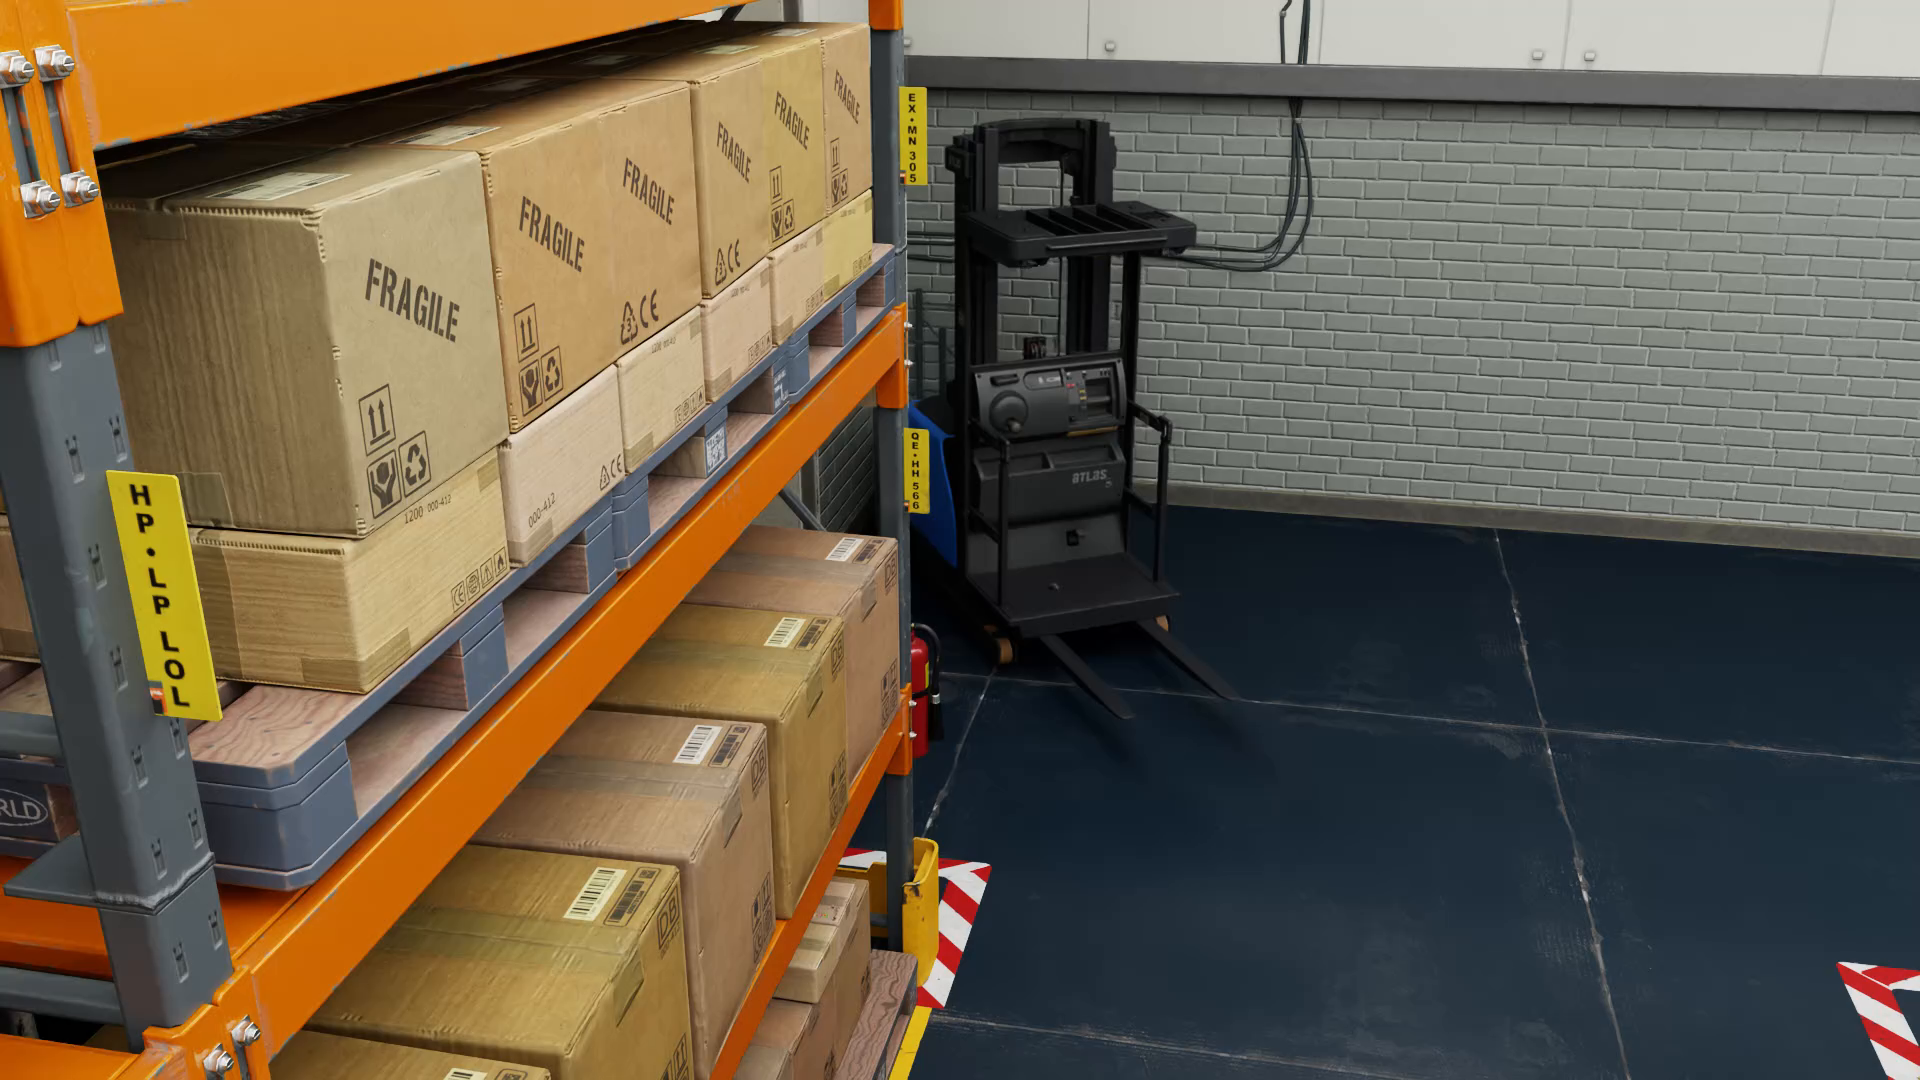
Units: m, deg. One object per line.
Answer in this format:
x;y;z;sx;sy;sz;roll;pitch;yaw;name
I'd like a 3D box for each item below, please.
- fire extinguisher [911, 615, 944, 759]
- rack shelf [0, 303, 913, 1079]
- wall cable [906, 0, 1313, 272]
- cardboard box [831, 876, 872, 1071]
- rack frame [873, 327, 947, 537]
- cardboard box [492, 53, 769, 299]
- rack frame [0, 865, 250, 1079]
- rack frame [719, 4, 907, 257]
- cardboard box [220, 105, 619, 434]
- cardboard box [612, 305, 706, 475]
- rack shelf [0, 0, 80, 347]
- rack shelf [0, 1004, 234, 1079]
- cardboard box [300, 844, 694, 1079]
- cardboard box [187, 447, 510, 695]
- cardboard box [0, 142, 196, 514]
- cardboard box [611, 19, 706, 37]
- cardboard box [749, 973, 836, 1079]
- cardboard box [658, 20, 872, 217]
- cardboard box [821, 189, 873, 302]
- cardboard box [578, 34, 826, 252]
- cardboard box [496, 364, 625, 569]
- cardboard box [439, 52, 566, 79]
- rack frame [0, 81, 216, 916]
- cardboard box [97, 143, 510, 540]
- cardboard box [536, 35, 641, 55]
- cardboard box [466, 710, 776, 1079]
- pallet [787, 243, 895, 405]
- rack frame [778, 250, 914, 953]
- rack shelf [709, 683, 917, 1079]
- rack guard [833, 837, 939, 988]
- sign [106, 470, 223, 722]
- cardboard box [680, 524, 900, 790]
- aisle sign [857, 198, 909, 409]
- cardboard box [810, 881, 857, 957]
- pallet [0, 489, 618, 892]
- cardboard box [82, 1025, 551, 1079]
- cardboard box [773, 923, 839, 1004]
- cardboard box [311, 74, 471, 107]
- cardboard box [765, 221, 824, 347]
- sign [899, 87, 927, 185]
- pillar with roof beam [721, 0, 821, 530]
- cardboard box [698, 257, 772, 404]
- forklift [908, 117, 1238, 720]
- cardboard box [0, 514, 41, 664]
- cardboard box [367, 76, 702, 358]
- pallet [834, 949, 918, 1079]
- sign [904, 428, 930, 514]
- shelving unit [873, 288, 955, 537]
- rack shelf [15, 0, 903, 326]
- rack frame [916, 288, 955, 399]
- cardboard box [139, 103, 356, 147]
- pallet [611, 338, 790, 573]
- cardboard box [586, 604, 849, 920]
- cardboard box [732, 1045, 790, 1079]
-0.208;0.537;6.607;0.296;0.674;0.183;4;22;11;fire extinguisher
-1.098;0.022;4.231;1.077;0.370;4.000;4;22;11;rack shelf
0.814;-3.035;11.001;3.097;2.526;0.112;4;22;11;wall cable
-0.735;1.577;6.207;0.700;0.500;0.500;4;22;11;cardboard box
-0.333;-0.694;11.068;0.500;1.500;0.032;6;23;14;rack frame
-0.784;-0.900;4.060;0.500;0.500;0.500;3;22;9;cardboard box
-1.507;1.811;2.841;1.000;3.000;0.127;4;22;11;rack frame
-0.690;-2.434;5.353;1.000;3.000;0.127;4;22;11;rack frame
-0.988;-0.527;3.134;0.500;0.500;0.500;4;22;10;cardboard box
-0.892;-0.358;3.716;0.500;0.250;0.500;4;22;9;cardboard box
-1.915;0.279;0.113;1.077;0.370;4.000;4;22;11;rack shelf
-1.915;1.485;0.599;1.077;0.370;4.000;4;22;11;rack shelf
-1.226;1.208;3.936;0.980;0.700;0.700;4;22;10;cardboard box
-1.107;0.016;2.789;0.500;0.250;0.500;4;22;11;cardboard box
-1.592;-0.373;2.750;0.500;0.500;0.500;4;22;11;cardboard box
-1.076;-1.314;5.086;0.500;0.500;0.500;4;22;9;cardboard box
-0.837;1.760;5.753;0.700;0.500;0.500;4;22;11;cardboard box
-0.573;-1.274;4.987;0.500;0.500;0.500;4;22;11;cardboard box
-0.580;-0.927;5.129;0.500;0.250;0.500;5;23;13;cardboard box
-0.685;-1.092;4.535;0.500;0.500;0.500;5;23;13;cardboard box
-0.990;-0.170;3.249;0.500;0.250;0.500;4;22;10;cardboard box
-1.293;-0.937;4.150;0.500;0.500;0.500;4;22;11;cardboard box
-1.507;-0.971;1.720;1.000;3.000;0.127;4;22;11;rack frame
-1.087;-0.339;2.666;0.500;0.500;0.500;4;22;10;cardboard box
-1.191;-1.121;4.608;0.500;0.500;0.500;4;22;10;cardboard box
-1.087;0.942;4.599;0.980;0.700;0.700;3;22;8;cardboard box
-0.831;-0.730;5.254;1.003;0.211;1.213;4;22;11;pallet
-0.690;0.348;6.473;1.000;3.000;0.127;4;22;11;rack frame
-1.098;1.414;4.791;1.077;0.370;4.000;4;22;11;rack shelf
-0.685;1.499;6.962;1.175;0.500;0.348;4;22;11;rack guard
-0.973;0.072;2.031;0.100;0.325;0.005;4;22;11;sign
-0.785;0.397;5.952;0.980;0.700;0.700;5;23;13;cardboard box
-0.382;-0.861;5.996;0.394;0.787;0.004;4;22;11;aisle sign
-0.583;1.337;5.935;0.380;0.149;0.250;4;22;10;cardboard box
-1.329;0.163;3.038;1.003;0.211;1.213;4;22;11;pallet
-1.380;1.475;3.274;0.980;0.700;0.700;5;22;12;cardboard box
-0.635;1.430;5.703;0.380;0.149;0.250;5;22;12;cardboard box
-1.402;-0.755;3.698;0.500;0.500;0.500;4;22;9;cardboard box
-0.685;-0.736;4.656;0.500;0.250;0.500;4;22;9;cardboard box
-0.162;-1.371;5.647;0.100;0.325;0.005;4;22;11;sign
3.228;-3.160;7.153;9.100;9.000;0.400;4;22;11;pillar with roof beam
-0.786;-0.545;4.182;0.500;0.250;0.500;4;22;9;cardboard box
0.607;-0.811;9.444;1.130;2.935;3.031;-8;23;-19;forklift
-1.596;-0.020;2.877;0.500;0.250;0.500;5;22;11;cardboard box
-0.892;-0.708;3.583;0.500;0.500;0.500;5;22;11;cardboard box
-0.777;1.940;6.253;1.003;0.211;1.213;4;22;11;pallet
-0.162;-0.252;6.097;0.100;0.325;0.005;4;22;11;sign
-0.201;-0.877;11.523;0.538;1.500;1.048;6;23;14;shelving unit
-1.098;-1.184;3.745;1.077;0.370;4.000;4;22;11;rack shelf
-0.068;-1.060;11.979;0.500;1.500;0.032;6;23;14;rack frame
-1.488;-0.562;3.219;0.500;0.500;0.500;4;22;9;cardboard box
-1.078;-0.282;4.143;1.003;0.211;1.213;4;22;11;pallet
-0.922;0.663;5.289;0.980;0.700;0.700;4;22;10;cardboard box
-0.939;1.944;5.296;0.700;0.500;0.500;4;22;9;cardboard box
